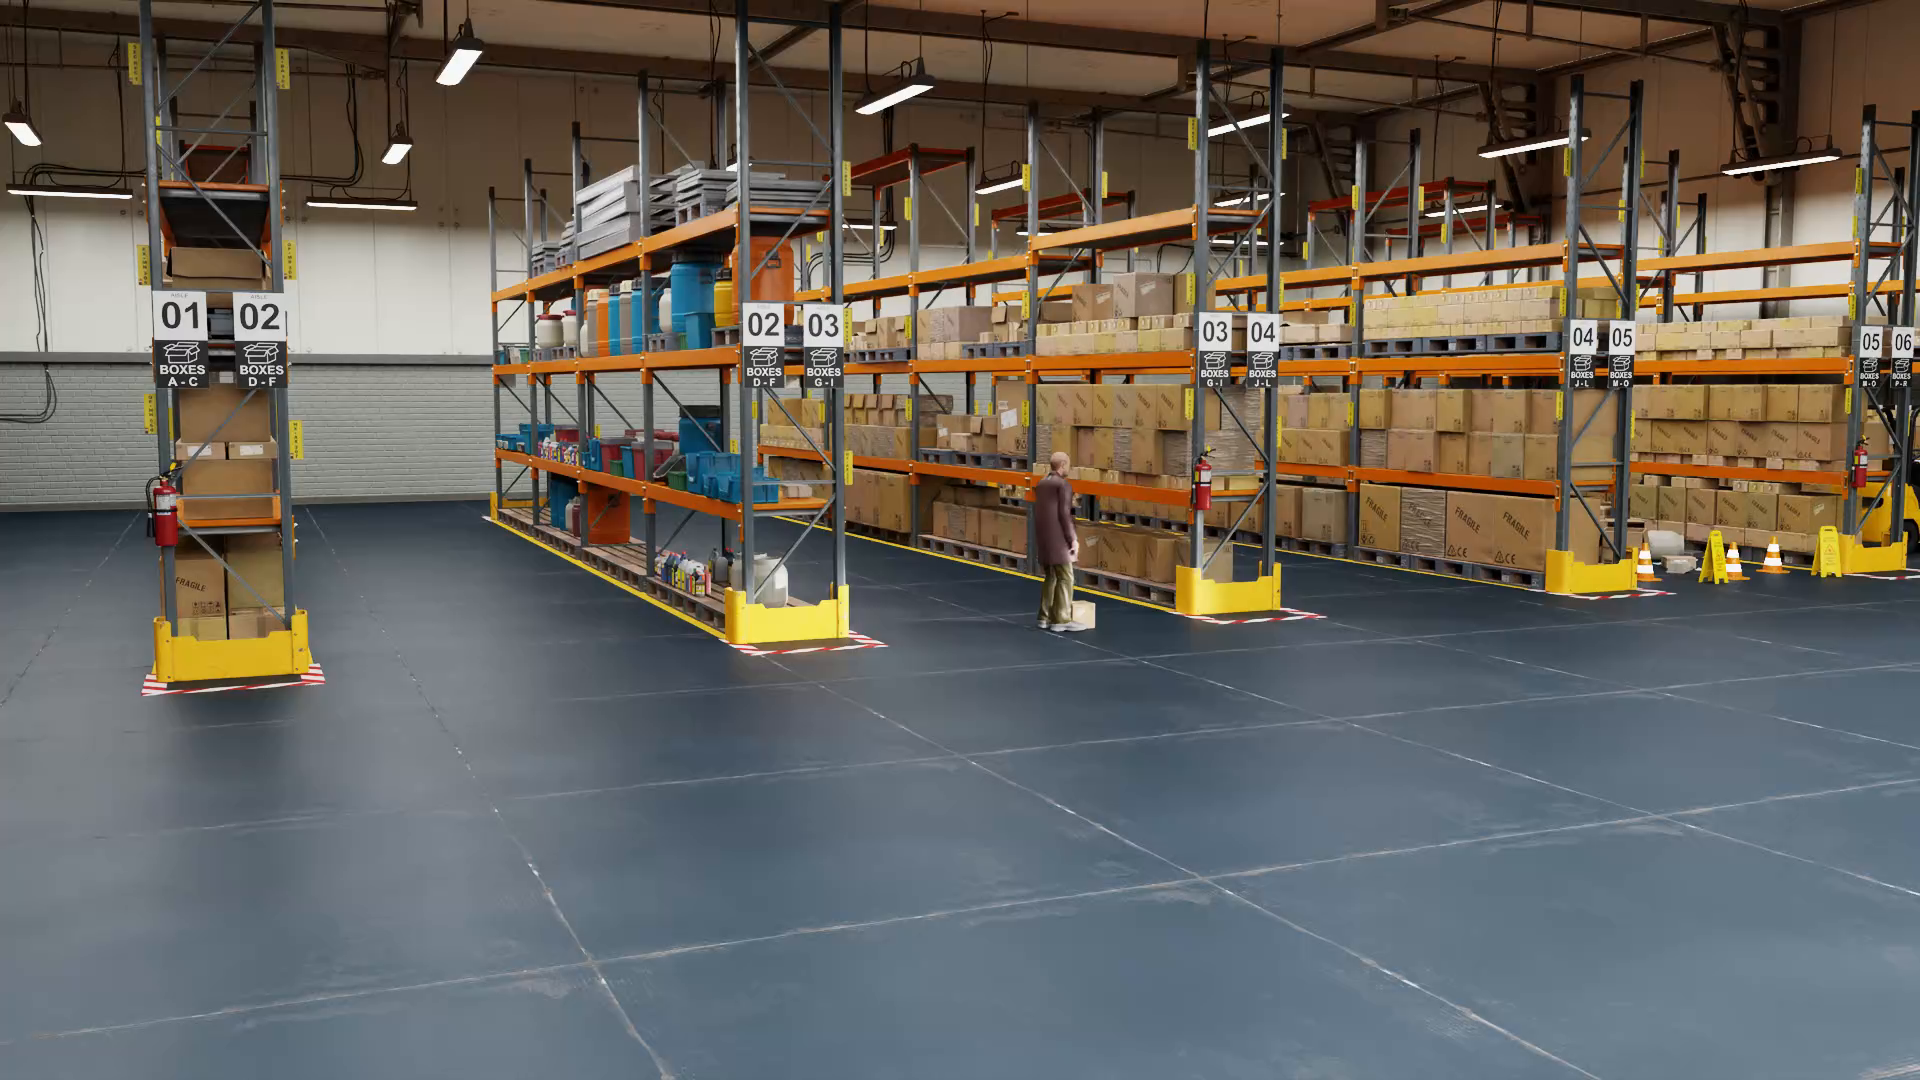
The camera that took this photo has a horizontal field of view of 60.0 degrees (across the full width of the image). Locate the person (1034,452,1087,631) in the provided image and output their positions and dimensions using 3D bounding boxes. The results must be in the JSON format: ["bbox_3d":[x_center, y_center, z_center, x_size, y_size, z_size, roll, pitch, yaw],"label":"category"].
[{"bbox_3d":[0.967,0.005,16.635,0.418,1.774,0.656,-3,6,-26],"label":"person"}]
